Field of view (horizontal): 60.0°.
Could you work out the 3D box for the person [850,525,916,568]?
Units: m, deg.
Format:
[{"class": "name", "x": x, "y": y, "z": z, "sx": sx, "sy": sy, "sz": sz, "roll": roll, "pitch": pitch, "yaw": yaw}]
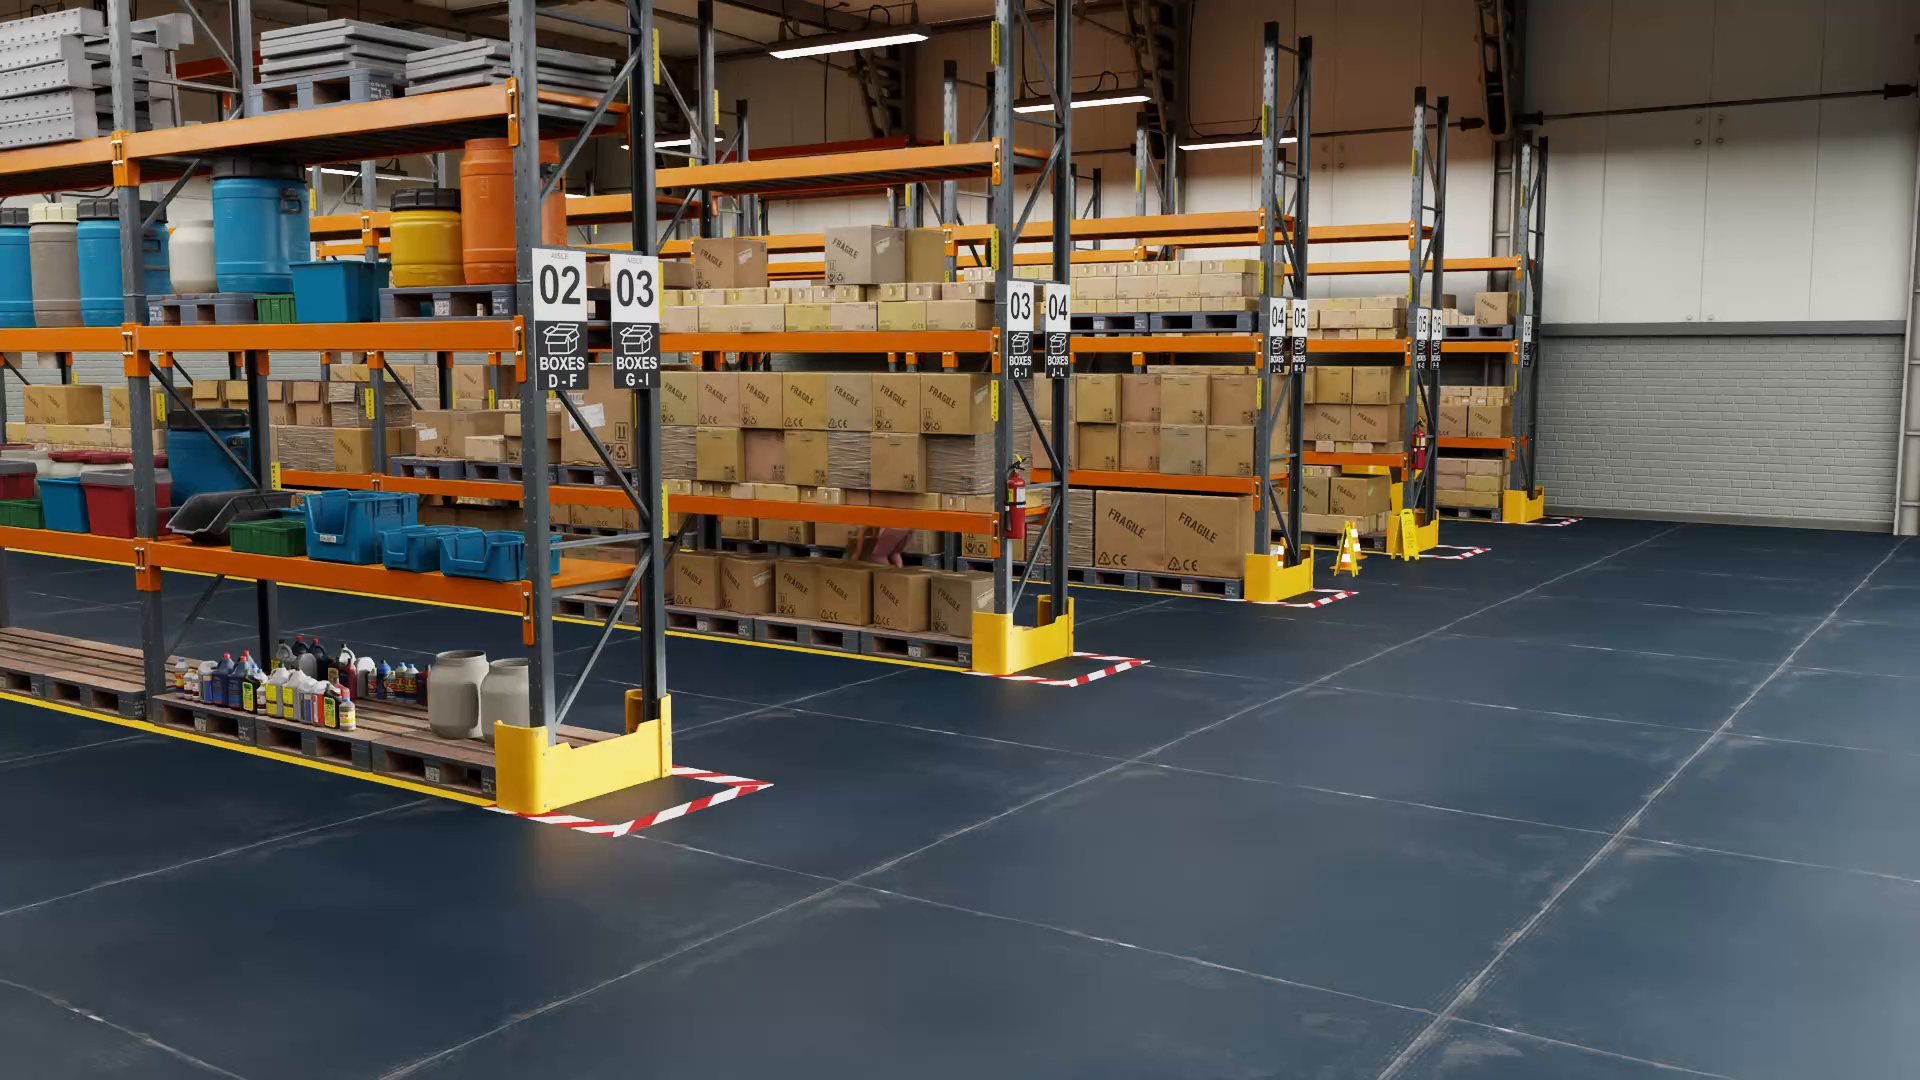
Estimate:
[{"class": "person", "x": -0.865, "y": 0.047, "z": 17.863, "sx": 0.846, "sy": 1.162, "sz": 0.435, "roll": 4, "pitch": 7, "yaw": 31}]
